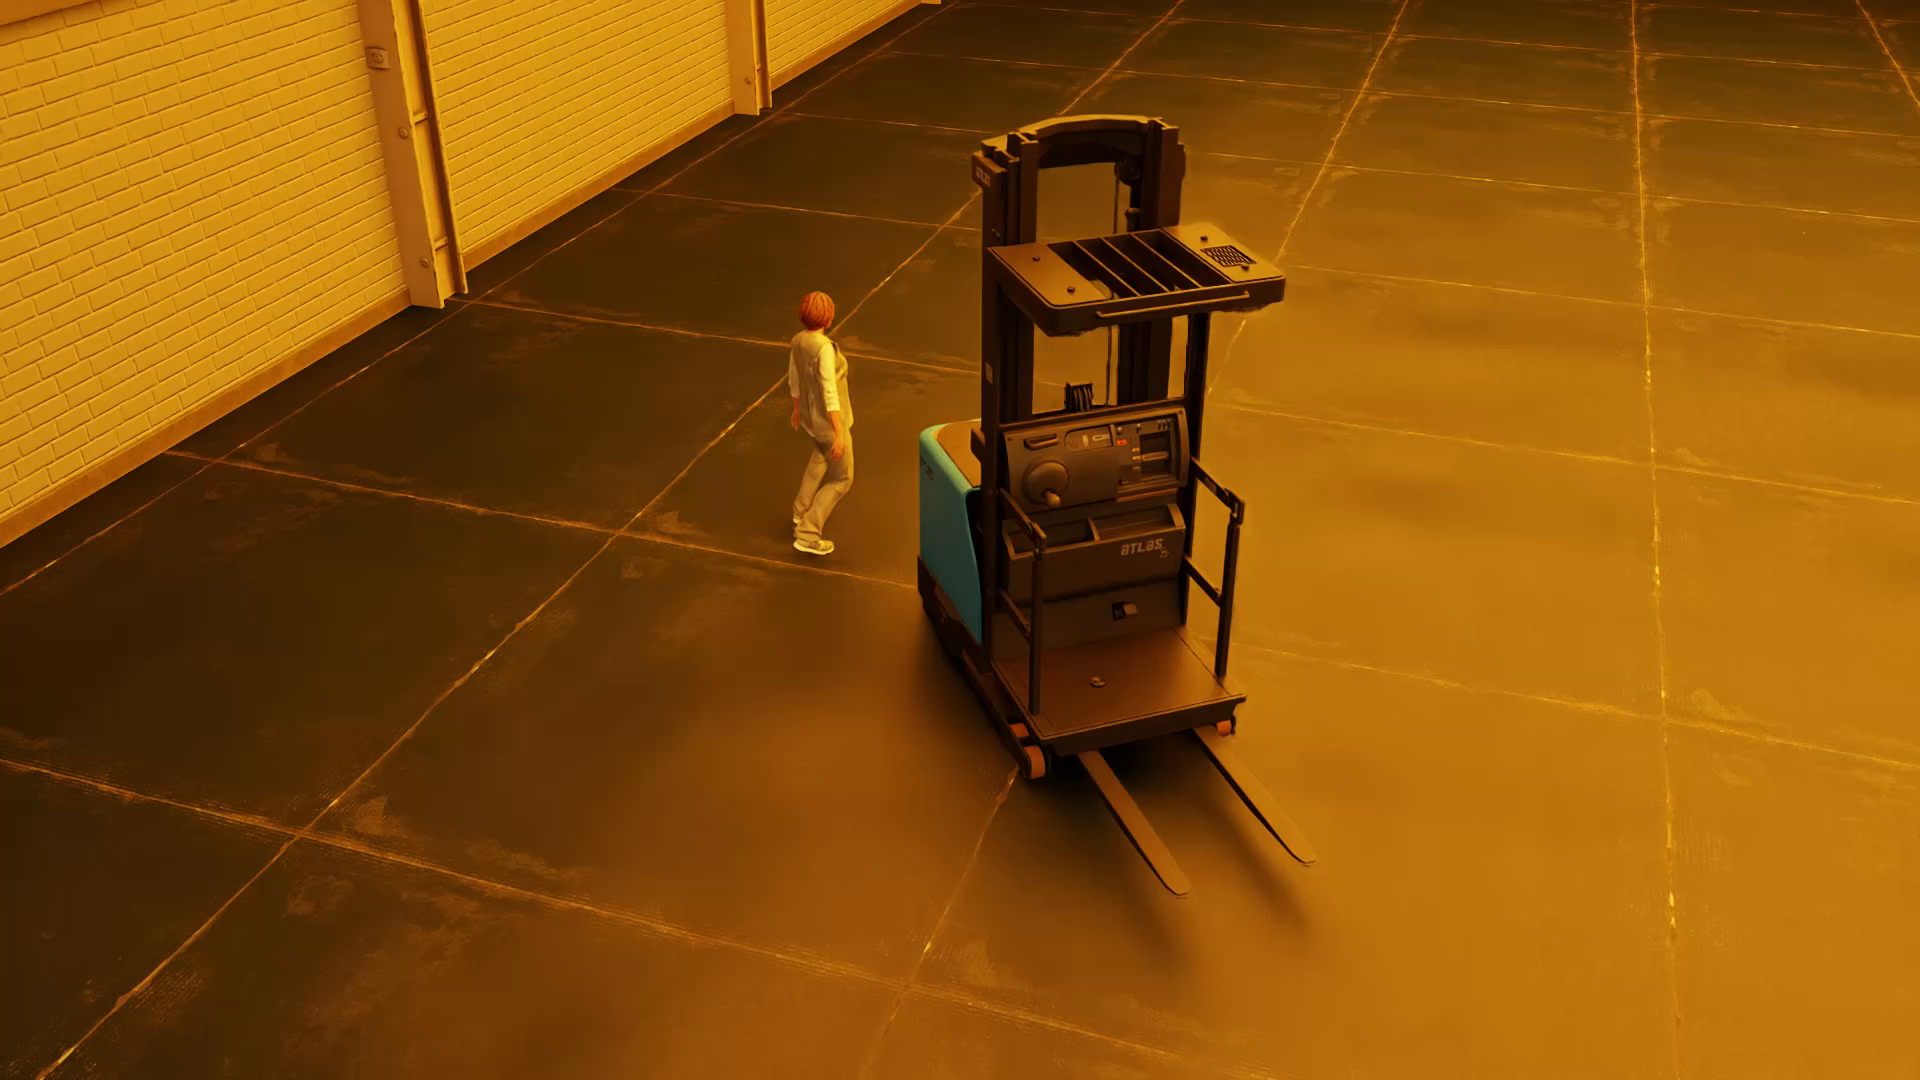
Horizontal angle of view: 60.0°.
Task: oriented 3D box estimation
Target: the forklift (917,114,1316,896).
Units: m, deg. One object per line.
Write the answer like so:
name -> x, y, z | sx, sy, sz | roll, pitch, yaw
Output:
forklift -> 0.729, -0.343, 7.738 | 1.130, 2.935, 3.031 | -10, 31, -17

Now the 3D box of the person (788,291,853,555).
person -> -0.845, -0.663, 9.709 | 0.450, 1.550, 0.747 | -15, 33, -25
